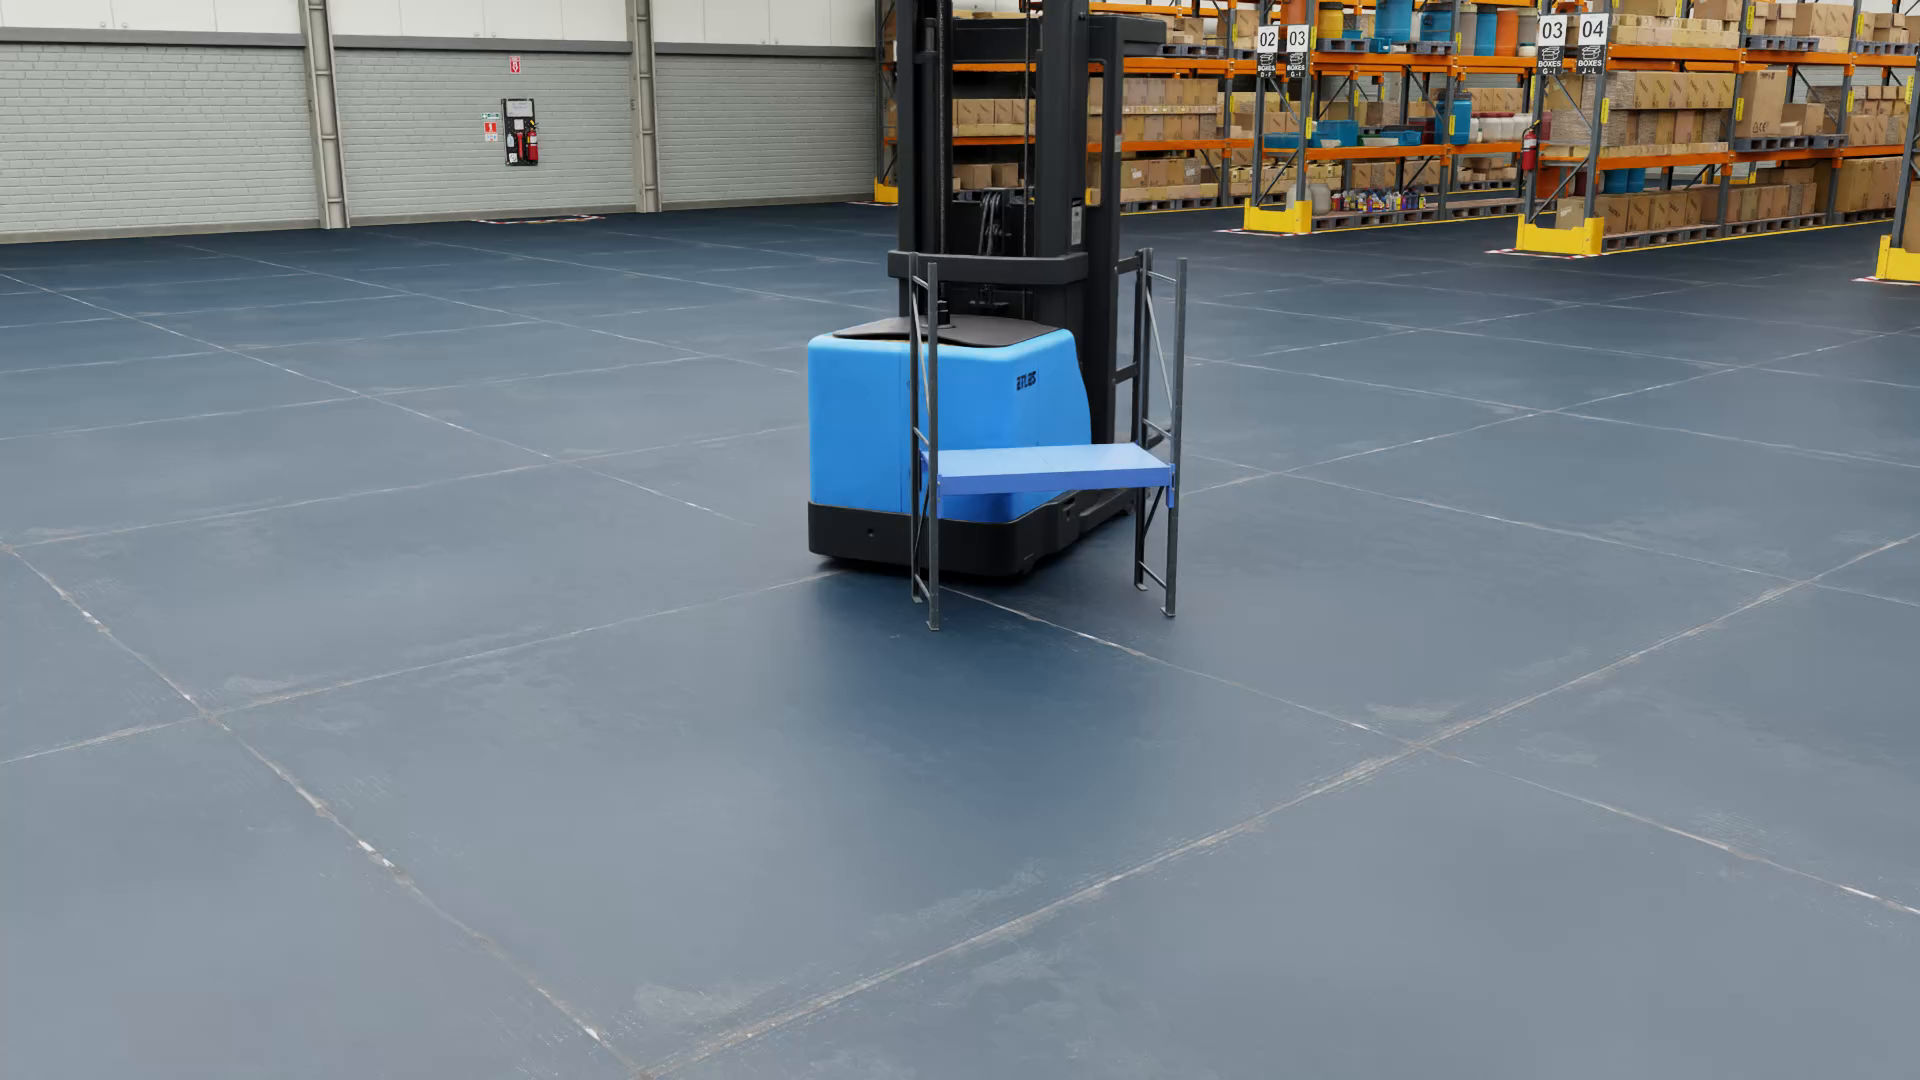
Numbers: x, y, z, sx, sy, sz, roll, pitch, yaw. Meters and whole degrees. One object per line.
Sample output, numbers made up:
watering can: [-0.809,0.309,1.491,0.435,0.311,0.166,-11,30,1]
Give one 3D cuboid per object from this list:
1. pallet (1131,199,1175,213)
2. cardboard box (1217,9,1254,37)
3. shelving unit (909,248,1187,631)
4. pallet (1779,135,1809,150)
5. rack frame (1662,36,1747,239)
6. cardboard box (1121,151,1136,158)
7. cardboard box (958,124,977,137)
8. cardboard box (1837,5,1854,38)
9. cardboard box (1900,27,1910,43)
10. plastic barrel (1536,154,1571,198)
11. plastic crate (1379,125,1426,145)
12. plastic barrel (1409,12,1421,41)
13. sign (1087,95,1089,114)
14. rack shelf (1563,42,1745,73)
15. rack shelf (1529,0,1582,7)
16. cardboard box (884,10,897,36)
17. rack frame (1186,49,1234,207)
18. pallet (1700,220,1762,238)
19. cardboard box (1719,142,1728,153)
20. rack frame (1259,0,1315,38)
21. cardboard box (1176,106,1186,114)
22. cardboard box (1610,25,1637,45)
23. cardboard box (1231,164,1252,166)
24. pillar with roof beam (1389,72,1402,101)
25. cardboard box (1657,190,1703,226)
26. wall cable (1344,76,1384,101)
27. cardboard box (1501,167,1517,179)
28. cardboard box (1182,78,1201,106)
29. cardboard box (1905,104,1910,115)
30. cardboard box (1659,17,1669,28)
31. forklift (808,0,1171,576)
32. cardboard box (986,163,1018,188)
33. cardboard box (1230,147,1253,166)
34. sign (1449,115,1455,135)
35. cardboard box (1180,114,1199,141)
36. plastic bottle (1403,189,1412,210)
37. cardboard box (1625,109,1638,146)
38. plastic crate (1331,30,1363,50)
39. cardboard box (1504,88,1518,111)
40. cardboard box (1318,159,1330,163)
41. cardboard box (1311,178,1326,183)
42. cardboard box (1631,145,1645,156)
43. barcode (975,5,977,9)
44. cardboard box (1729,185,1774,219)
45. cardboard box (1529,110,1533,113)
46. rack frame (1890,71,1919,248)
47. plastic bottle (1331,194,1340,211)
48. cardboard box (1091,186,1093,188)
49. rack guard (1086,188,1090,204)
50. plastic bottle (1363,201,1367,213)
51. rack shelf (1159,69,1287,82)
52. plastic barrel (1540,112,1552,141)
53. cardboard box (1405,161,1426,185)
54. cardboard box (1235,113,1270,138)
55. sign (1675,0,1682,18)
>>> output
pallet: [3.374,-6.447,31.976,1.213,0.211,1.003,-13,19,-39]
cardboard box: [5.414,-10.167,32.712,0.500,0.500,0.500,-12,19,-39]
shelving unit: [0.348,-0.438,6.983,1.048,1.500,0.538,-3,15,-11]
pallet: [12.974,-6.441,26.922,1.213,0.211,1.003,-13,19,-39]
rack frame: [11.423,-6.199,25.645,0.127,3.000,1.000,-13,19,-39]
cardboard box: [3.705,-8.920,38.371,0.500,0.250,0.500,-12,19,-38]
cardboard box: [-0.002,-8.548,34.692,0.500,0.250,0.500,-13,20,-40]
cardboard box: [14.244,-8.486,27.233,0.500,0.500,0.500,-12,19,-38]
cardboard box: [16.571,-8.995,29.659,0.500,0.311,0.500,-14,20,-41]
plastic barrel: [11.547,-7.082,32.341,0.708,0.830,0.600,-13,19,-39]
plastic crate: [7.693,-7.069,29.024,0.504,0.338,0.767,-13,19,-39]
plastic barrel: [7.718,-8.835,28.670,0.421,0.512,0.421,0,15,0]
sign: [2.265,-7.798,29.801,0.005,0.325,0.100,-13,19,-39]
rack shelf: [9.914,-6.962,24.083,4.000,0.370,1.077,-13,19,-39]
rack shelf: [9.680,-9.860,29.894,4.000,0.370,1.077,-13,19,-39]
cardboard box: [-1.196,-10.529,33.871,0.500,0.500,0.500,-12,19,-37]
rack frame: [4.923,-8.128,32.868,0.127,3.000,1.000,-13,19,-39]
pallet: [12.009,-4.984,26.500,1.213,0.211,1.003,-13,19,-39]
cardboard box: [11.453,-5.984,25.327,0.250,0.149,0.380,-13,19,-39]
rack frame: [5.154,-9.384,25.944,0.127,3.000,1.000,-13,19,-39]
cardboard box: [4.089,-8.230,31.799,0.250,0.149,0.380,-13,20,-40]
cardboard box: [8.938,-6.930,22.858,0.500,0.250,0.500,-12,19,-38]
cardboard box: [5.806,-7.572,34.211,0.500,0.311,0.500,-13,20,-40]
pillar with roof beam: [15.016,-13.811,42.517,0.400,9.000,9.100,-13,19,-39]
cardboard box: [11.095,-5.134,25.689,0.500,0.500,0.500,-13,20,-41]
wall cable: [11.066,-12.017,45.457,1.851,1.984,0.084,-13,19,-39]
cardboard box: [12.990,-8.750,39.671,0.500,0.250,0.500,-13,19,-39]
cardboard box: [4.212,-8.641,32.080,0.500,0.500,0.700,-13,20,-39]
cardboard box: [16.981,-7.978,30.166,0.637,0.503,0.797,-13,20,-41]
cardboard box: [9.768,-7.306,23.496,0.250,0.149,0.380,-14,20,-42]
forklift: [0.375,-1.586,8.510,1.130,2.935,3.031,7,16,24]
cardboard box: [0.911,-7.913,36.054,0.500,0.500,0.500,14,21,43]
cardboard box: [6.629,-9.325,40.700,0.750,0.750,0.750,-12,19,-38]
sign: [8.524,-7.188,28.812,0.005,0.325,0.100,-13,19,-39]
cardboard box: [4.198,-8.010,32.230,0.500,0.500,0.700,-13,20,-40]
plastic bottle: [7.730,-5.898,28.800,0.185,0.351,0.144,-14,20,-42]
cardboard box: [9.137,-5.909,23.791,0.500,0.500,0.875,-13,19,-39]
plastic crate: [6.395,-8.309,27.762,0.575,0.384,0.392,-13,19,-39]
cardboard box: [12.664,-10.302,38.875,0.500,0.500,0.500,-12,19,-38]
cardboard box: [9.104,-9.720,42.857,0.500,0.500,0.700,-12,19,-38]
cardboard box: [7.317,-7.456,34.864,0.500,0.250,0.500,-13,20,-40]
cardboard box: [9.545,-5.567,23.767,0.250,0.149,0.380,-13,19,-39]
barcode: [0.337,-11.307,35.275,0.075,0.075,0.001,-13,19,-39]
cardboard box: [12.694,-5.476,26.929,0.700,0.500,0.500,14,20,42]
cardboard box: [13.427,-9.992,39.651,0.500,0.500,0.500,-12,19,-39]
rack frame: [11.585,-4.539,19.430,0.127,3.000,1.000,-13,19,-39]
plastic bottle: [6.460,-5.816,28.637,0.135,0.276,0.152,-12,19,-39]
cardboard box: [2.485,-6.561,31.513,0.500,0.250,0.500,-13,19,-39]
rack guard: [1.887,-6.239,30.638,0.348,0.500,1.175,-13,19,-39]
plastic bottle: [6.804,-5.610,28.011,0.097,0.201,0.097,0,15,0]
rack shelf: [6.194,-11.210,39.987,4.000,0.370,1.077,-13,19,-39]
plastic barrel: [11.038,-7.769,31.259,0.708,0.536,0.600,-13,19,-39]
cardboard box: [10.017,-8.182,37.060,0.500,0.500,0.500,-12,19,-39]
cardboard box: [5.910,-8.393,33.664,0.500,0.500,0.500,-11,18,-35]
sign: [11.056,-8.196,25.543,0.005,0.325,0.100,-13,19,-39]
